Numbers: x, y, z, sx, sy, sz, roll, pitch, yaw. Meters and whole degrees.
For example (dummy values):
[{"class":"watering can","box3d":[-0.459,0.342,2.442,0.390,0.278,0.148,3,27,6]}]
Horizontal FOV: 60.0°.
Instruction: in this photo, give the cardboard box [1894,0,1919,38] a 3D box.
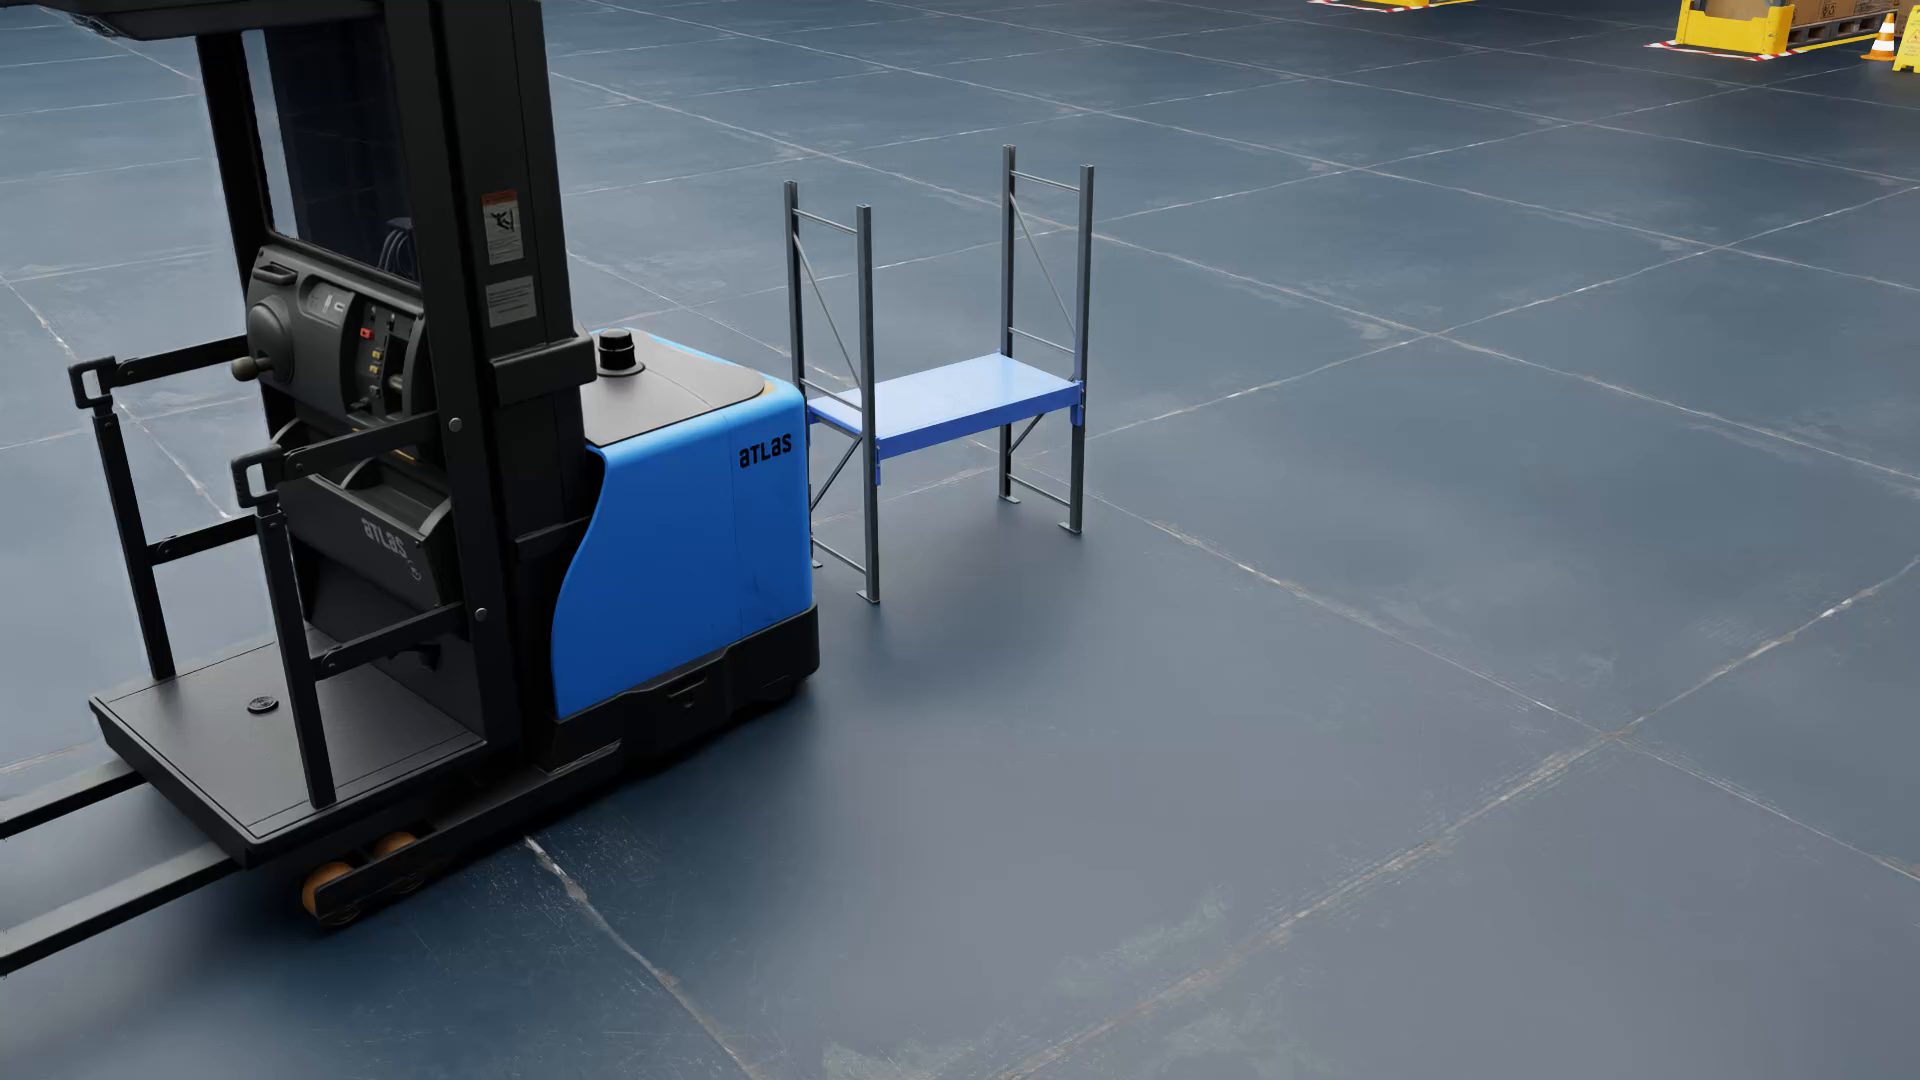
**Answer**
[{"class":"cardboard box","box3d":[11.213,-6.061,19.213,0.500,0.500,0.500,-13,28,-25]}]

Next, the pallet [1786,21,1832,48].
[{"class":"pallet","box3d":[9.234,-5.866,19.140,1.213,0.211,1.003,-18,31,-34]}]

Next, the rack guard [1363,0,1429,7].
[{"class":"rack guard","box3d":[5.732,-7.453,22.215,0.348,0.500,1.175,-18,31,-34]}]

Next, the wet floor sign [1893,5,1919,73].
[{"class":"wet floor sign","box3d":[9.852,-5.166,17.115,0.267,0.644,0.232,21,32,37]}]

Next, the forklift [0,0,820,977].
[{"class":"forklift","box3d":[-1.857,-0.530,4.411,1.130,2.935,3.031,22,33,39]}]

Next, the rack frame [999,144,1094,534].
[{"class":"rack frame","box3d":[0.333,-0.790,6.671,0.032,1.500,0.500,-18,31,-34]}]

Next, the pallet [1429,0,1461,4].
[{"class":"pallet","box3d":[6.393,-7.521,22.705,1.213,0.211,1.003,-18,31,-34]}]

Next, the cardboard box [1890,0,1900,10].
[{"class":"cardboard box","box3d":[11.263,-7.023,20.345,0.875,0.875,0.875,-18,30,-33]}]

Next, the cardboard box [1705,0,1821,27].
[{"class":"cardboard box","box3d":[9.146,-6.322,18.835,0.875,0.875,0.875,-18,30,-34]}]

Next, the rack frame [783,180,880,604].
[{"class":"rack frame","box3d":[-0.467,-0.526,6.102,0.032,1.500,0.500,-18,31,-34]}]

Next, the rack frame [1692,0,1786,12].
[{"class":"rack frame","box3d":[8.653,-6.898,18.049,0.127,3.000,1.000,-18,31,-34]}]

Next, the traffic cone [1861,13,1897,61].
[{"class":"traffic cone","box3d":[9.948,-5.415,17.867,0.334,0.463,0.336,-18,31,-34]}]

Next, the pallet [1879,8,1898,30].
[{"class":"pallet","box3d":[11.154,-6.500,20.505,1.213,0.211,1.003,-18,31,-34]}]

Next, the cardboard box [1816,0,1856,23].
[{"class":"cardboard box","box3d":[9.837,-6.552,19.329,0.875,0.875,0.875,-19,31,-35]}]

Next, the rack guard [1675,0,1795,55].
[{"class":"rack guard","box3d":[8.635,-5.758,18.562,0.348,0.500,1.175,-18,31,-34]}]

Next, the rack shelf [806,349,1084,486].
[{"class":"rack shelf","box3d":[-0.067,-0.495,6.462,1.000,0.185,0.538,-18,31,-34]}]

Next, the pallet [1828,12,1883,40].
[{"class":"pallet","box3d":[10.194,-6.182,19.819,1.213,0.211,1.003,-18,31,-34]}]

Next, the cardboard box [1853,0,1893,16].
[{"class":"cardboard box","box3d":[10.556,-6.788,19.838,0.875,0.875,0.875,-18,30,-34]}]

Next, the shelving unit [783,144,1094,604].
[{"class":"shelving unit","box3d":[-0.067,-0.658,6.387,1.048,1.500,0.538,-18,31,-34]}]
